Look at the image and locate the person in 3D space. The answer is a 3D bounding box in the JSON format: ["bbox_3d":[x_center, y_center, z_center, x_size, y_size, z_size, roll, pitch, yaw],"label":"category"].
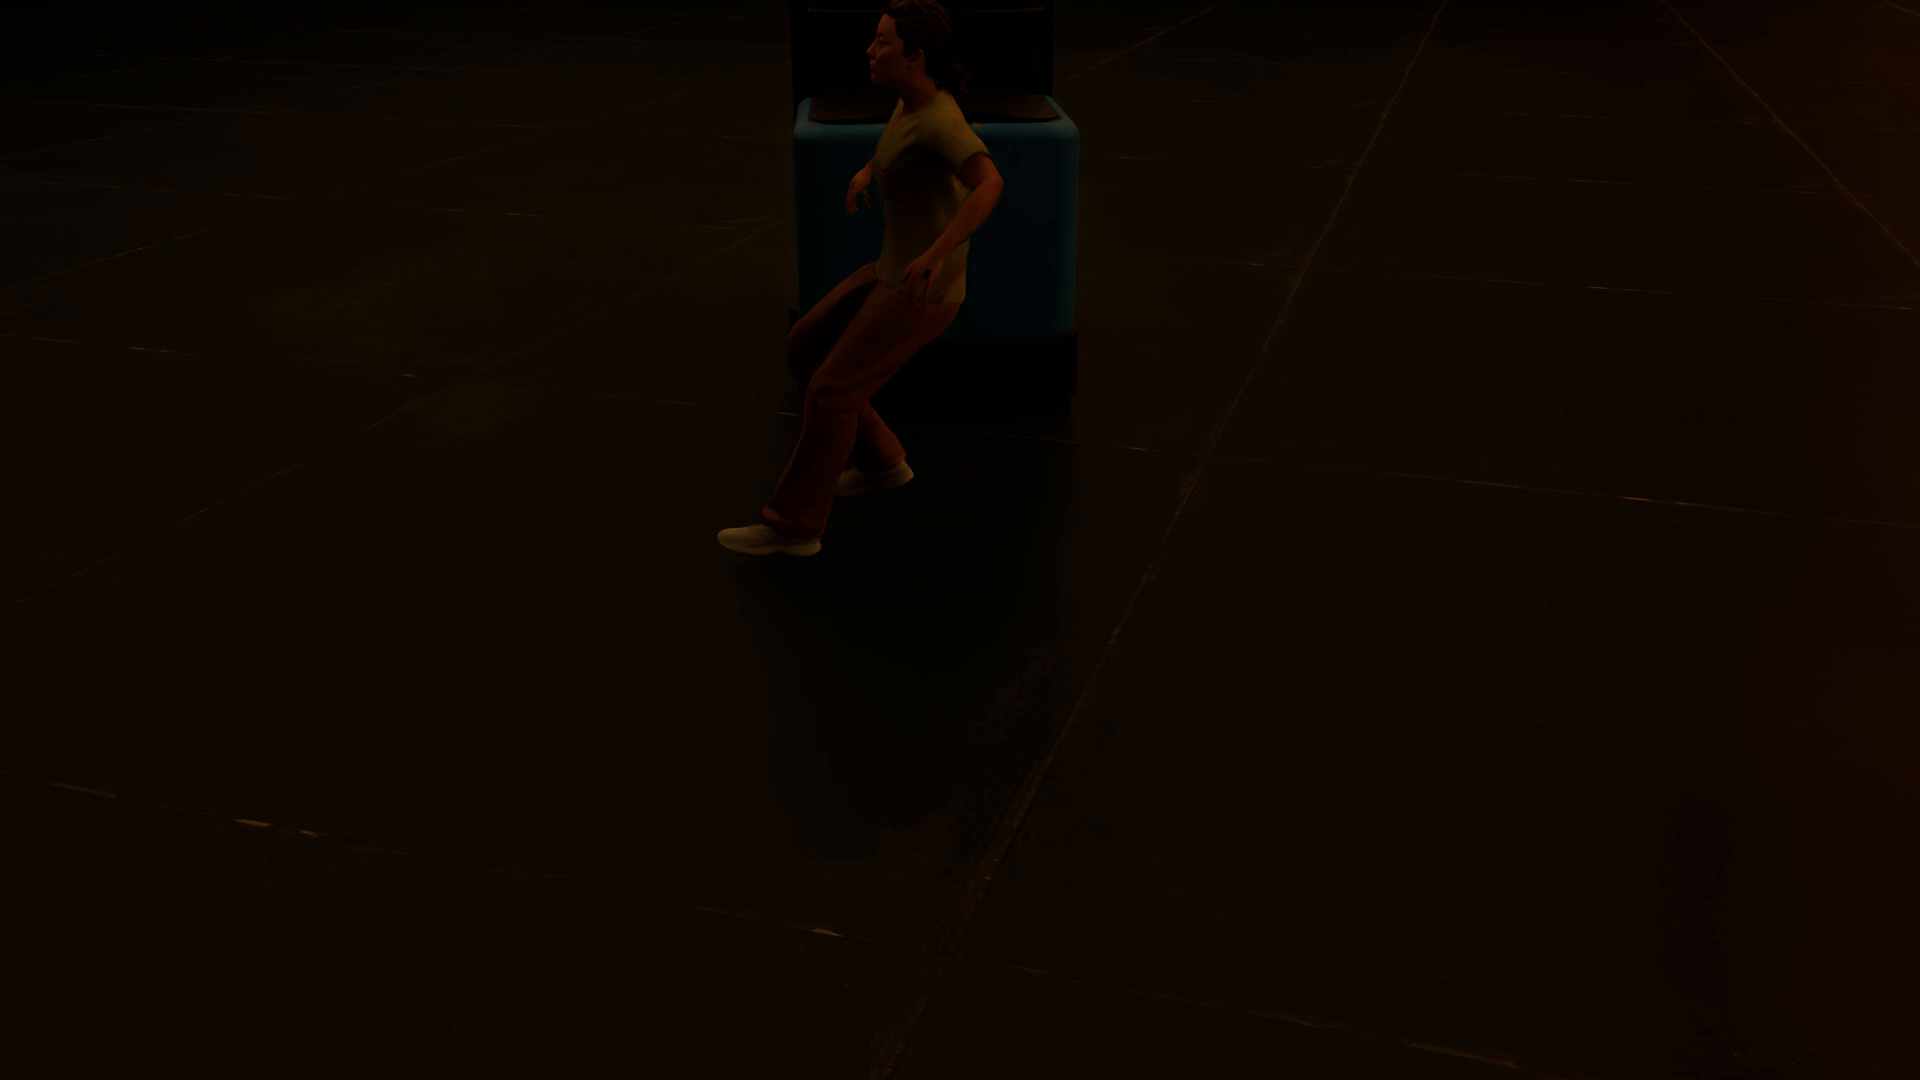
[{"bbox_3d":[-0.328,-0.727,4.730,0.802,1.564,0.902,-3,23,-7],"label":"person"}]

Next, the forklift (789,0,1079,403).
[{"bbox_3d":[-0.173,-2.380,7.045,1.130,2.935,3.031,-1,22,-3],"label":"forklift"}]
